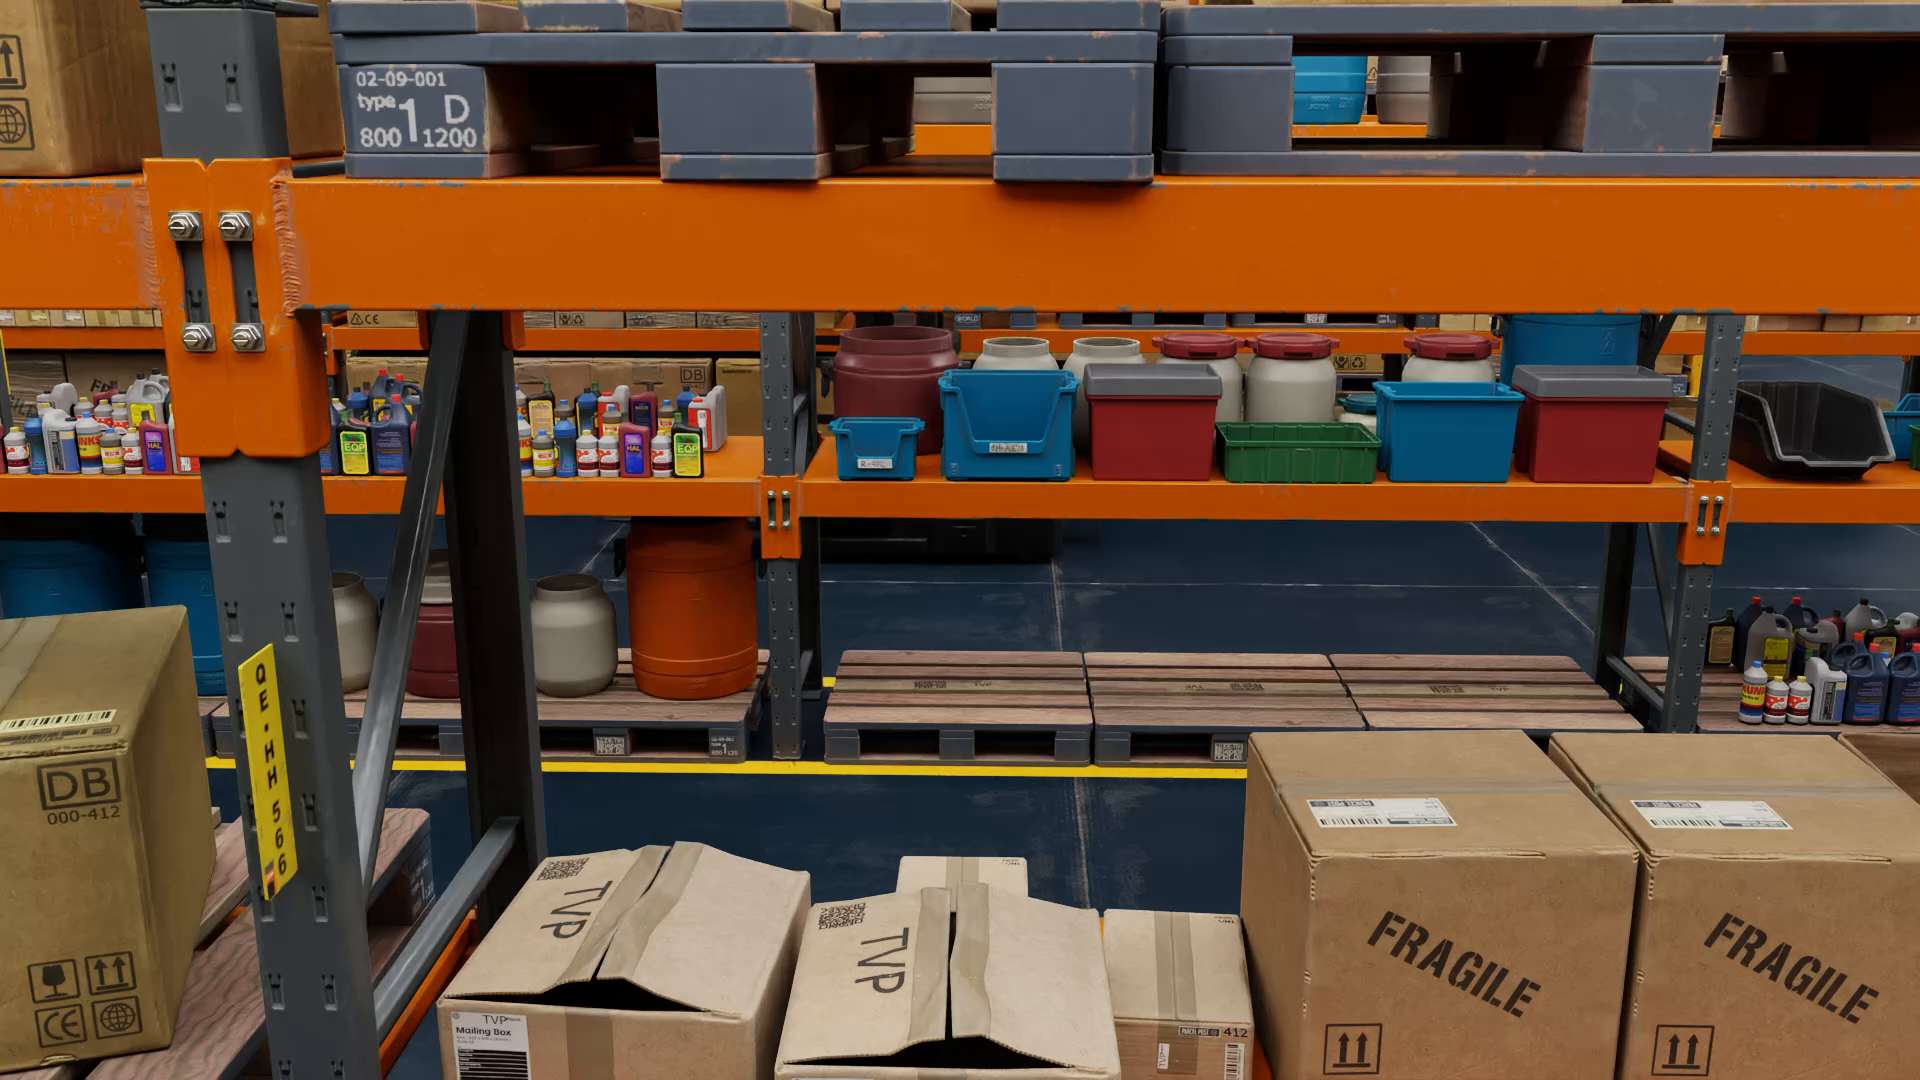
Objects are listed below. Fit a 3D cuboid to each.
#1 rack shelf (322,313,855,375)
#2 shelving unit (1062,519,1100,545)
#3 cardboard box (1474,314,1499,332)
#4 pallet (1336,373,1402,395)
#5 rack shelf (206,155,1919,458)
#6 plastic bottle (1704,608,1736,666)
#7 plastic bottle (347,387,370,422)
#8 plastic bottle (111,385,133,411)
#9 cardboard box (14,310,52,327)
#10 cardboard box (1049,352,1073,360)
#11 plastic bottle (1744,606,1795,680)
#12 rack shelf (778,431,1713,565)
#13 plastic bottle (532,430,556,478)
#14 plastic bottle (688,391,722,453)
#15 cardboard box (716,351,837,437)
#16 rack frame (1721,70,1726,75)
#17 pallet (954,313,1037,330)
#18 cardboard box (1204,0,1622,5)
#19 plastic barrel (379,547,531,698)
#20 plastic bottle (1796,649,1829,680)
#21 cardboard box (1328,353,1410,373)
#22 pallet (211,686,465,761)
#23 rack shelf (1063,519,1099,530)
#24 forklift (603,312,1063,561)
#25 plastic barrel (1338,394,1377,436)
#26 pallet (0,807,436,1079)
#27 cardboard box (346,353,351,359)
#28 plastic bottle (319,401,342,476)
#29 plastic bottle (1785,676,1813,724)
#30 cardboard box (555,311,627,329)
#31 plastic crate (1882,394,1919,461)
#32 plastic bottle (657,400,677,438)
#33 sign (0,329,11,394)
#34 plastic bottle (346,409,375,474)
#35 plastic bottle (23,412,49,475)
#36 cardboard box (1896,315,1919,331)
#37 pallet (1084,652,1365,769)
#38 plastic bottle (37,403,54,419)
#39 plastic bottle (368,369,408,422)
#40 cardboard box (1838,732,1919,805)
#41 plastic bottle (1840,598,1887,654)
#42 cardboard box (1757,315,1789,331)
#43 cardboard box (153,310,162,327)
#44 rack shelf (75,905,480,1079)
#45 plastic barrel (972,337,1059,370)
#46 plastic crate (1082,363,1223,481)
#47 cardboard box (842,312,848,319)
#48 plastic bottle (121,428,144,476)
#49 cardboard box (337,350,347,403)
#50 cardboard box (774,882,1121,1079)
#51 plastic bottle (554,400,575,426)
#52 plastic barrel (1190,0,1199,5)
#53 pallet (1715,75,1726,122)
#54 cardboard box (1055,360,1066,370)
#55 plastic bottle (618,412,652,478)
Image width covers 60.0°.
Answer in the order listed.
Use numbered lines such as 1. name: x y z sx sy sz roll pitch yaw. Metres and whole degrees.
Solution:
1. rack shelf: -2.646 -1.503 12.568 4.000 0.370 1.077 0 15 1
2. shelving unit: 0.817 -0.499 11.175 0.252 1.050 0.215 1 15 2
3. cardboard box: 3.808 -1.608 12.045 0.250 0.149 0.380 0 15 1
4. pallet: 4.338 -1.703 17.381 1.213 0.211 1.003 0 15 1
5. rack shelf: 1.096 -0.401 2.511 4.000 0.370 1.077 0 15 1
6. plastic bottle: 3.714 0.471 8.138 0.133 0.283 0.061 1 15 4
7. plastic bottle: -2.886 -0.601 7.988 0.097 0.271 0.097 0 15 0
8. plastic bottle: -4.005 -0.619 8.048 0.135 0.276 0.152 0 15 1
9. cardboard box: -6.760 -1.673 12.292 0.250 0.149 0.380 0 15 0
10. cardboard box: 1.061 -2.186 17.332 0.750 0.750 1.050 1 15 2
11. plastic bottle: 3.873 0.487 7.946 0.185 0.351 0.144 0 15 1
12. rack shelf: 1.226 -0.214 7.682 4.000 0.370 1.077 0 15 1
13. plastic bottle: -1.826 -0.382 7.296 0.097 0.201 0.097 0 15 0
14. plastic bottle: -1.202 -0.561 7.831 0.135 0.276 0.152 0 15 1
15. cardboard box: -1.336 -1.024 12.682 0.875 0.875 1.225 0 15 -1
16. rack frame: 3.225 -3.450 6.775 0.127 3.000 1.000 0 15 1
17. pallet: 0.068 -1.768 12.537 1.003 0.211 1.213 0 15 1
18. cardboard box: 0.647 -0.899 2.457 0.500 0.250 0.500 0 15 0
19. plastic barrel: -2.392 0.382 7.917 0.708 0.588 0.600 0 15 1
20. plastic bottle: 3.859 0.634 7.521 0.133 0.283 0.061 0 15 1
21. cardboard box: 4.206 -2.230 17.254 0.875 0.875 0.875 1 15 2
22. pallet: -2.779 0.770 8.007 1.213 0.211 1.003 0 15 1
23. rack shelf: 0.817 -0.220 11.249 0.240 0.259 0.215 1 15 2
24. forklift: -0.833 -1.405 10.921 3.031 2.935 1.130 1 15 2
25. plastic barrel: 1.906 -0.530 7.739 0.301 0.262 0.301 0 15 0
26. pallet: -1.583 0.794 2.825 1.003 0.211 1.213 0 15 1
27. cardboard box: -6.354 -1.887 17.379 0.250 0.149 0.380 0 15 1
28. plastic bottle: -2.808 -0.466 7.324 0.185 0.351 0.144 0 15 1
29. plastic bottle: 3.736 0.707 7.405 0.097 0.201 0.097 0 15 0
30. cardboard box: -2.673 -1.837 12.228 0.500 0.500 0.500 1 15 2
31. plastic crate: 4.338 -0.539 7.795 0.616 0.251 0.499 0 15 1
32. plastic bottle: -1.410 -0.573 8.020 0.097 0.201 0.097 0 15 0
33. sign: -4.756 -0.875 8.235 0.005 0.325 0.100 0 15 1
34. plastic bottle: -2.648 -0.437 7.347 0.133 0.283 0.061 0 15 1
35. plastic bottle: -4.070 -0.430 7.342 0.097 0.271 0.097 0 15 0
36. cardboard box: 6.810 -1.616 12.076 0.250 0.149 0.380 0 15 1
37. pallet: 1.216 0.797 7.906 1.213 0.211 1.003 0 15 1
38. plastic bottle: -4.355 -0.553 7.945 0.097 0.201 0.097 0 15 0
39. plastic bottle: -2.744 -0.648 8.011 0.185 0.351 0.144 0 15 1
40. cardboard box: 1.801 0.653 2.788 0.500 0.500 0.500 1 15 5
41. plastic bottle: 4.391 0.453 8.072 0.185 0.351 0.144 0 15 1
42. cardboard box: 5.810 -1.618 12.084 0.250 0.149 0.380 0 15 1
43. cardboard box: -5.730 -1.666 12.268 0.250 0.149 0.380 1 15 2
44. rack shelf: -2.903 1.023 2.993 4.000 0.370 1.077 0 15 1
45. plastic barrel: 0.260 -0.677 7.806 0.421 0.512 0.421 0 15 0
46. plastic crate: 0.834 -0.517 7.296 0.583 0.464 0.402 0 15 1
47. cardboard box: -1.126 -1.959 12.689 0.500 0.500 0.500 1 15 3
48. plastic bottle: -3.644 -0.393 7.341 0.097 0.201 0.097 0 15 0
49. cardboard box: -5.303 -1.065 12.837 0.875 0.875 0.875 0 15 1
50. cardboard box: -0.015 0.786 2.654 0.500 0.311 0.500 0 15 1
51. plastic bottle: -1.909 -0.576 8.032 0.097 0.201 0.097 0 15 0
52. plastic barrel: 0.696 -2.168 6.956 0.708 0.830 0.600 0 15 1
53. pallet: 3.949 -1.928 7.259 1.003 0.211 1.213 0 15 1
54. cardboard box: 0.554 -1.207 12.603 0.500 0.250 0.500 2 15 8
55. plastic bottle: -1.420 -0.414 7.258 0.133 0.283 0.061 0 15 1
